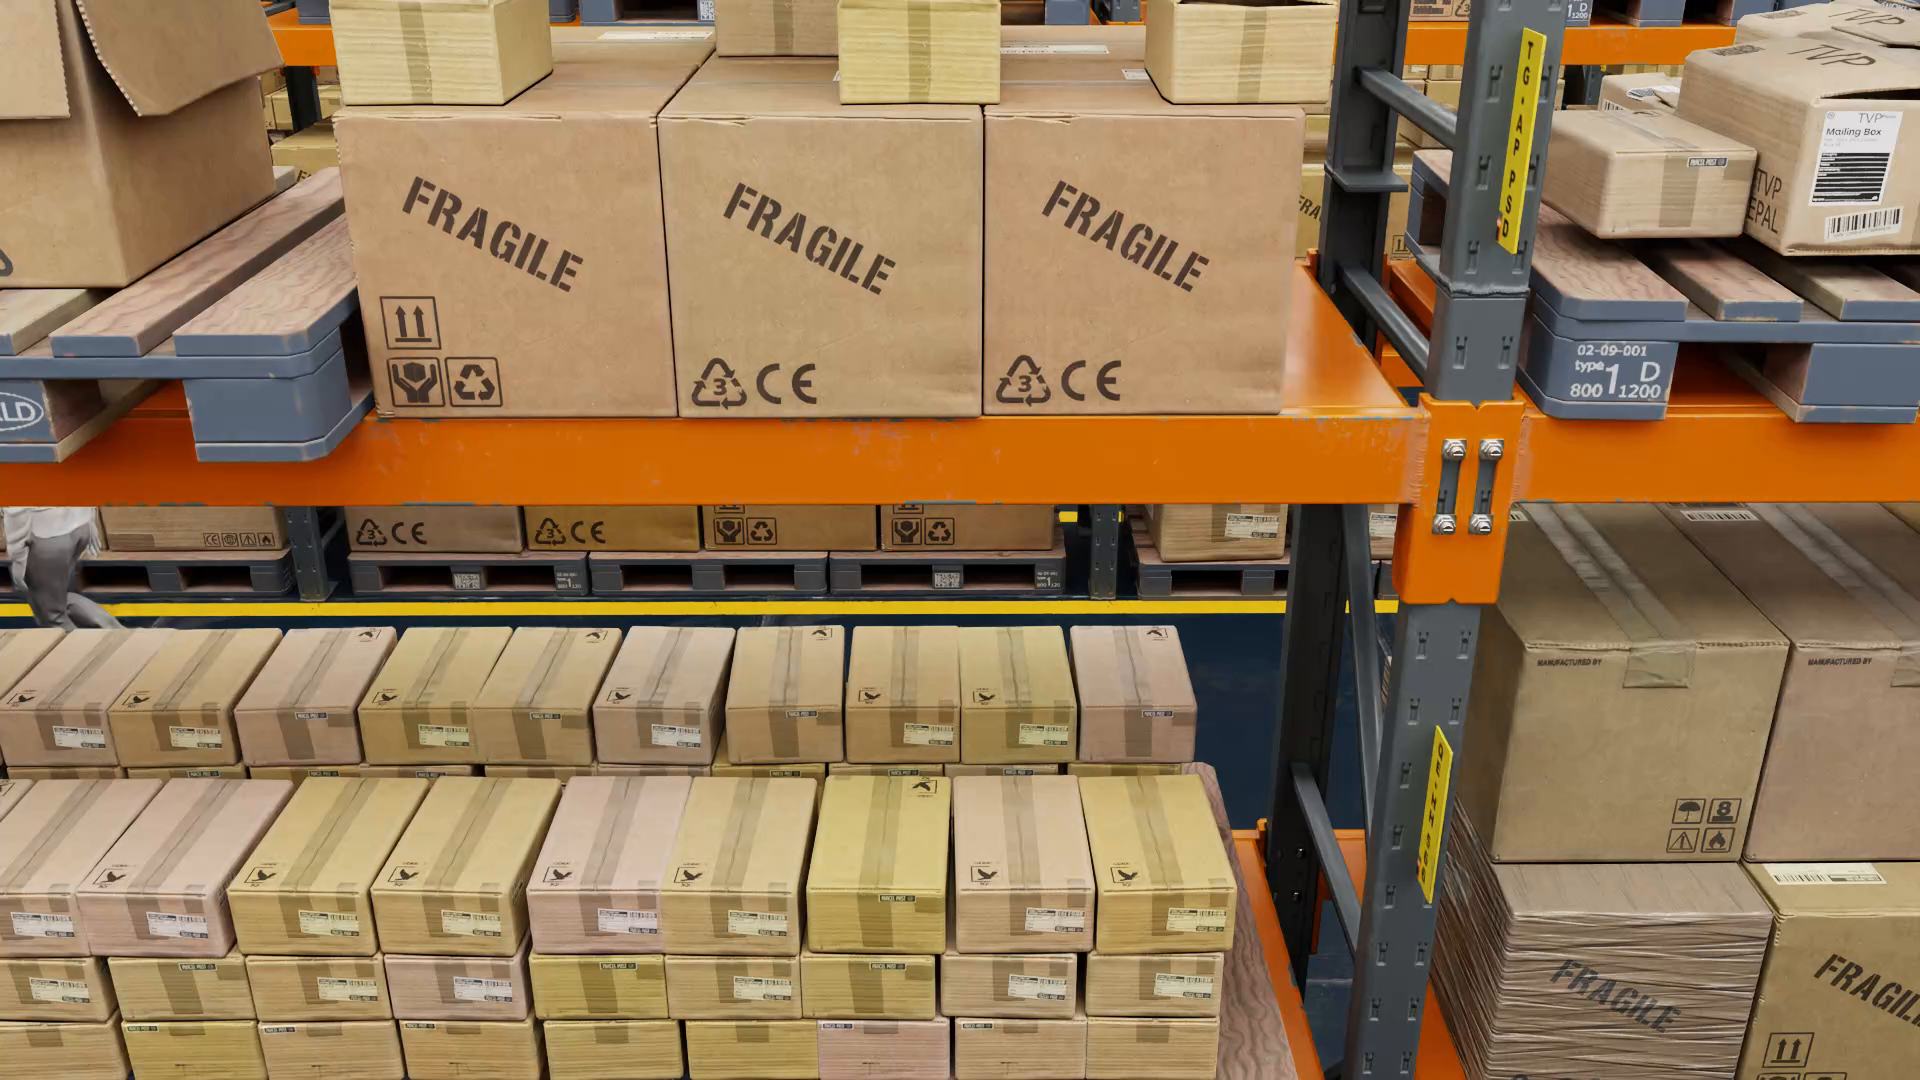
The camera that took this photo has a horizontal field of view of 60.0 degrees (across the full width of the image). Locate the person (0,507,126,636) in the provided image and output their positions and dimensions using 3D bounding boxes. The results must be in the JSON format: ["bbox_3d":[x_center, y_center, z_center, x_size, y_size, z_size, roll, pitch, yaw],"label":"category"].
[{"bbox_3d":[-3.830,-0.023,7.064,0.481,1.675,0.484,0,24,0],"label":"person"}]
